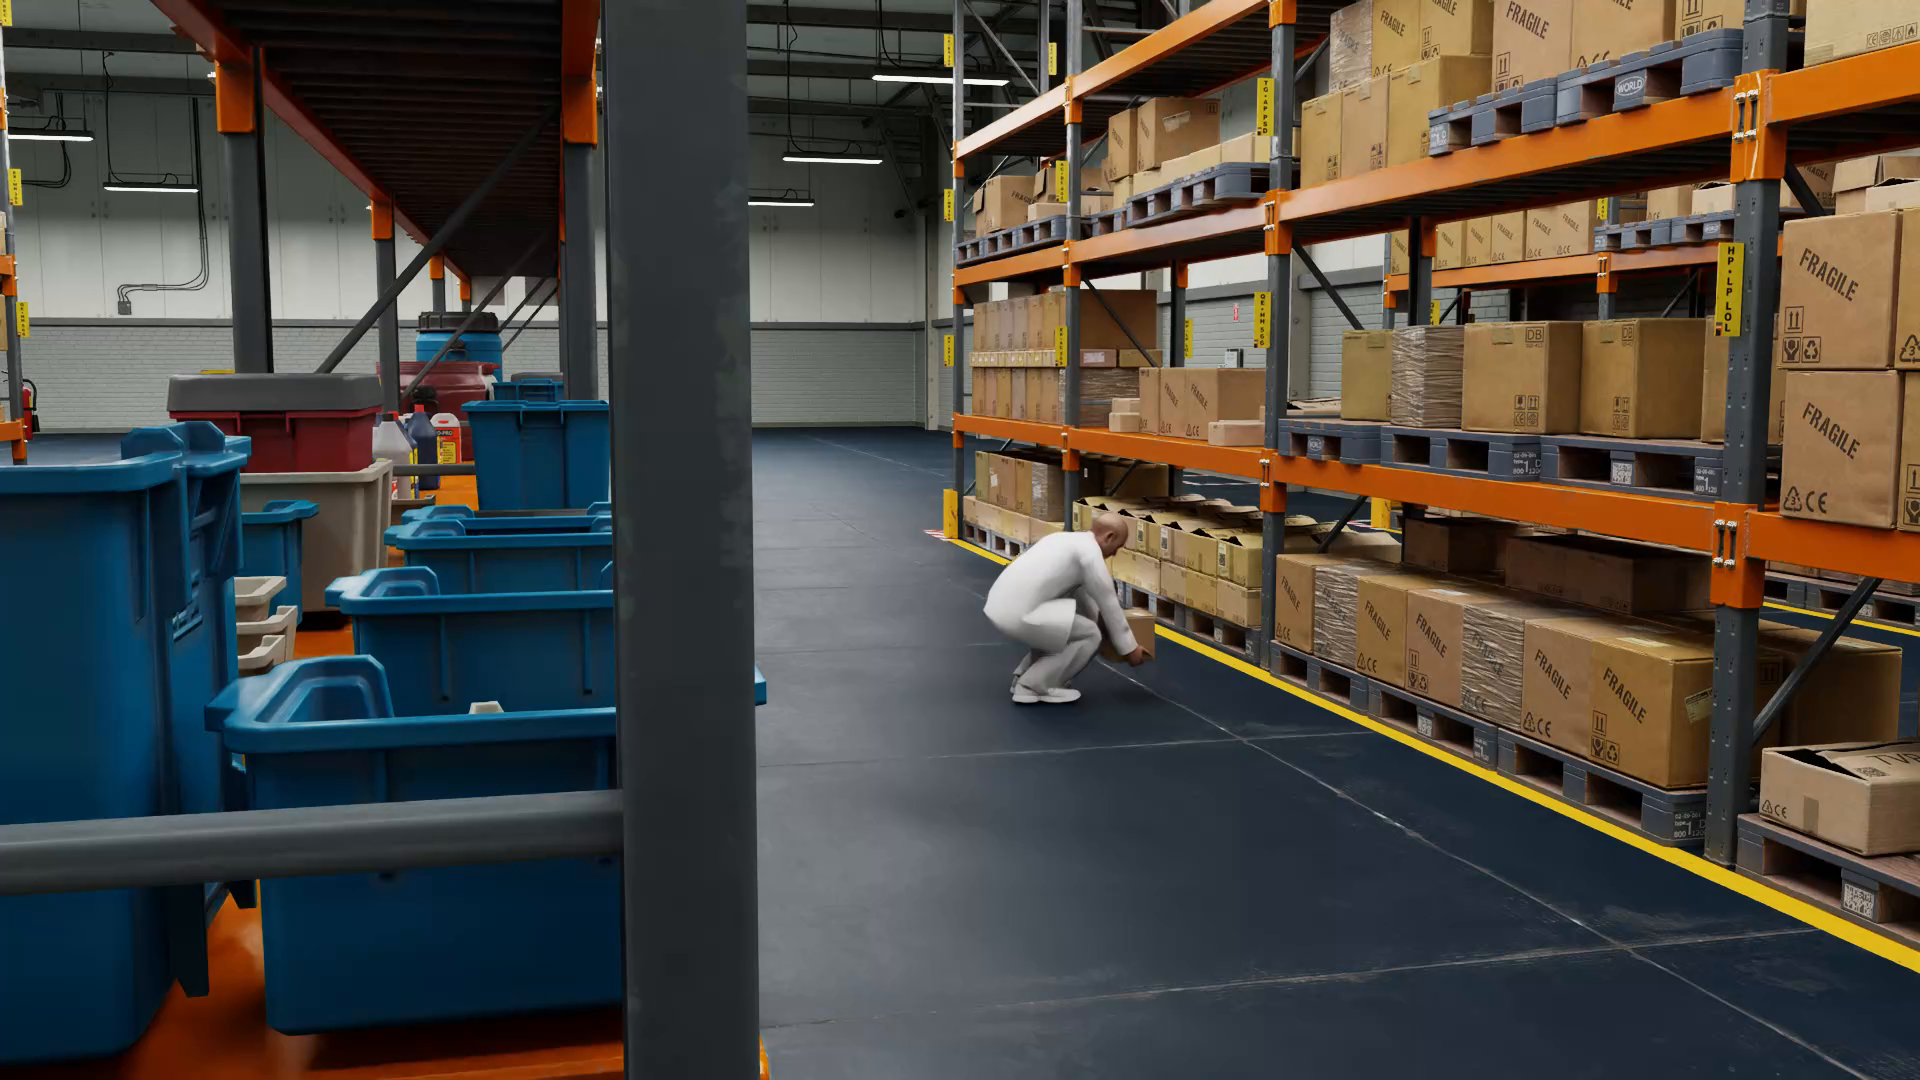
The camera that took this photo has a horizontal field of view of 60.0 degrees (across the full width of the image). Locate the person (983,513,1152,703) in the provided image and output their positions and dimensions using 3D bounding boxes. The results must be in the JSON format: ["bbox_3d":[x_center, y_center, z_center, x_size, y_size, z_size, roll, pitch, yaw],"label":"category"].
[{"bbox_3d":[0.581,0.366,9.114,0.919,1.008,0.579,-2,6,-15],"label":"person"}]
